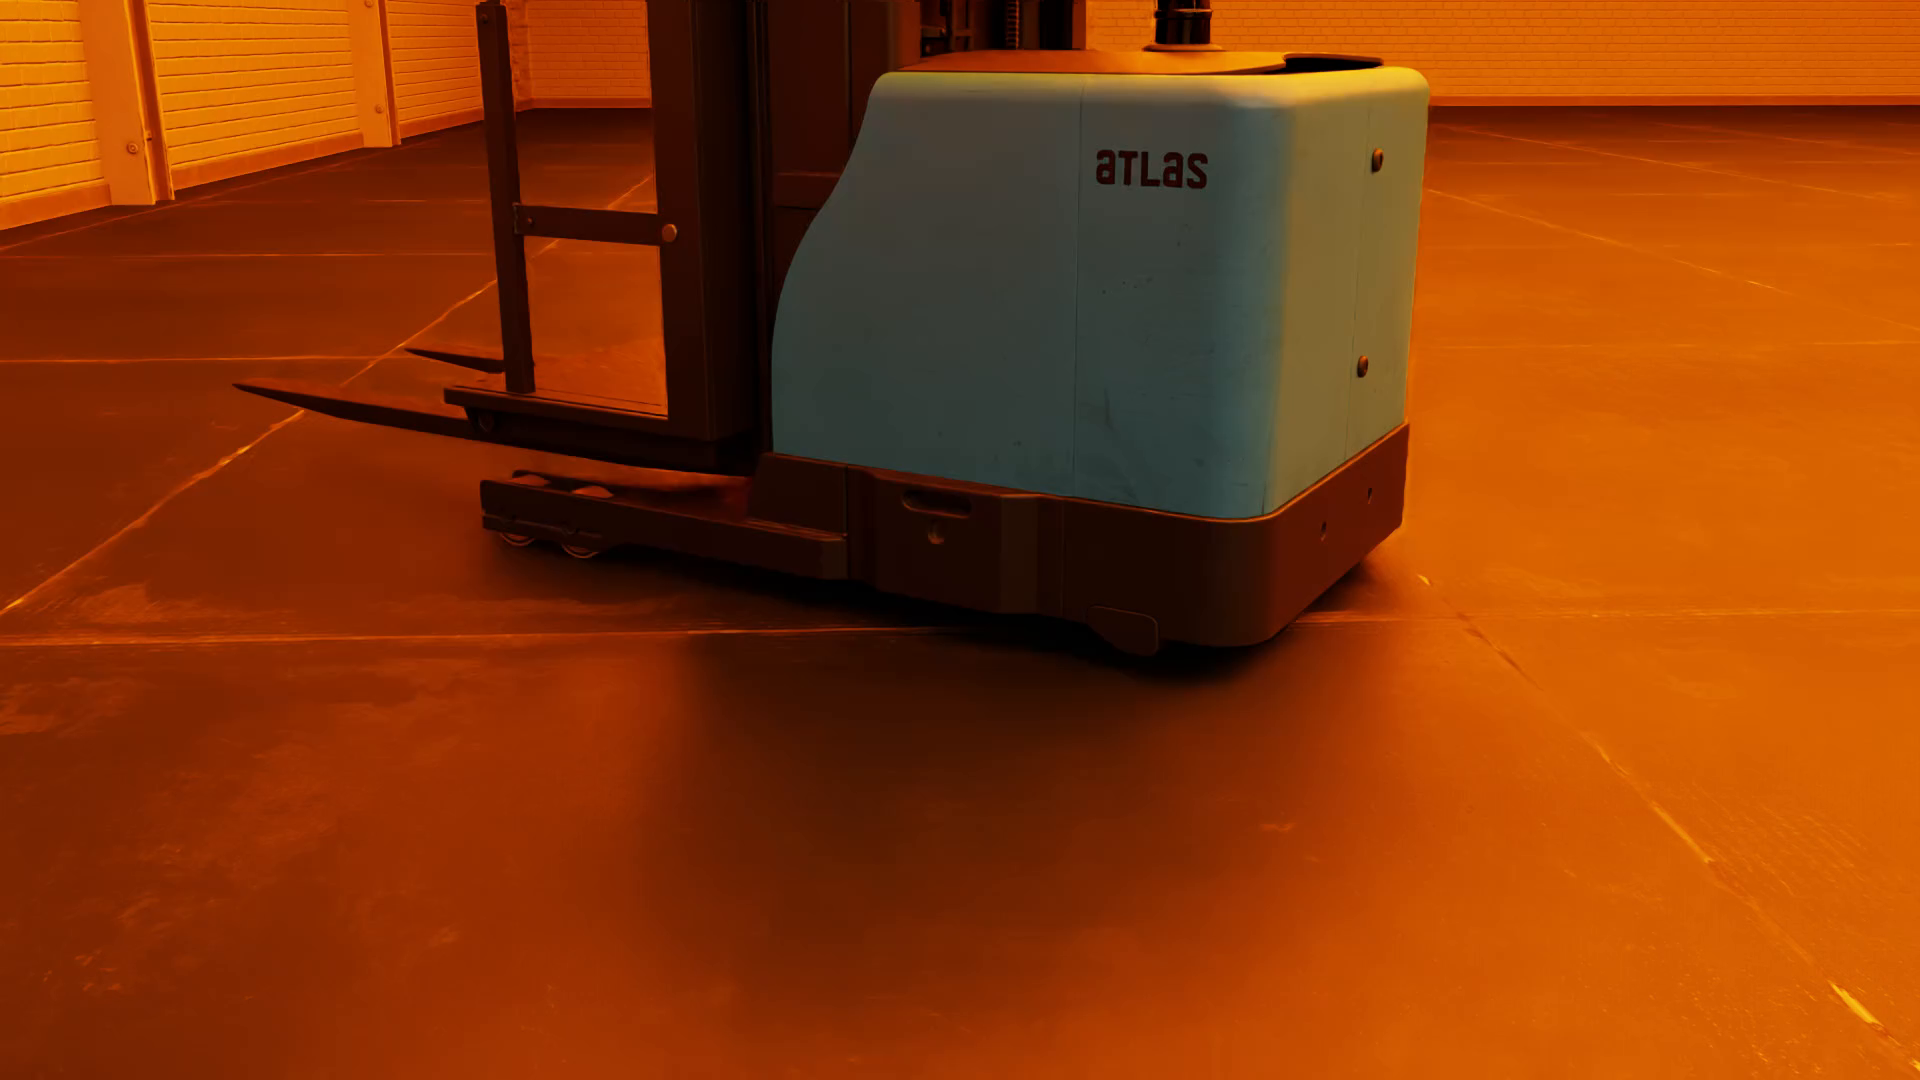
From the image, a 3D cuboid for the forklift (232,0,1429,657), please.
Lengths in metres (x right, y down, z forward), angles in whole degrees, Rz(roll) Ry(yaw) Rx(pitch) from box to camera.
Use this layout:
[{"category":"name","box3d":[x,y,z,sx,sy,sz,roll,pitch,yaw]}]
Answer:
[{"category":"forklift","box3d":[-0.523,-1.480,3.746,3.031,2.935,1.130,10,19,29]}]
